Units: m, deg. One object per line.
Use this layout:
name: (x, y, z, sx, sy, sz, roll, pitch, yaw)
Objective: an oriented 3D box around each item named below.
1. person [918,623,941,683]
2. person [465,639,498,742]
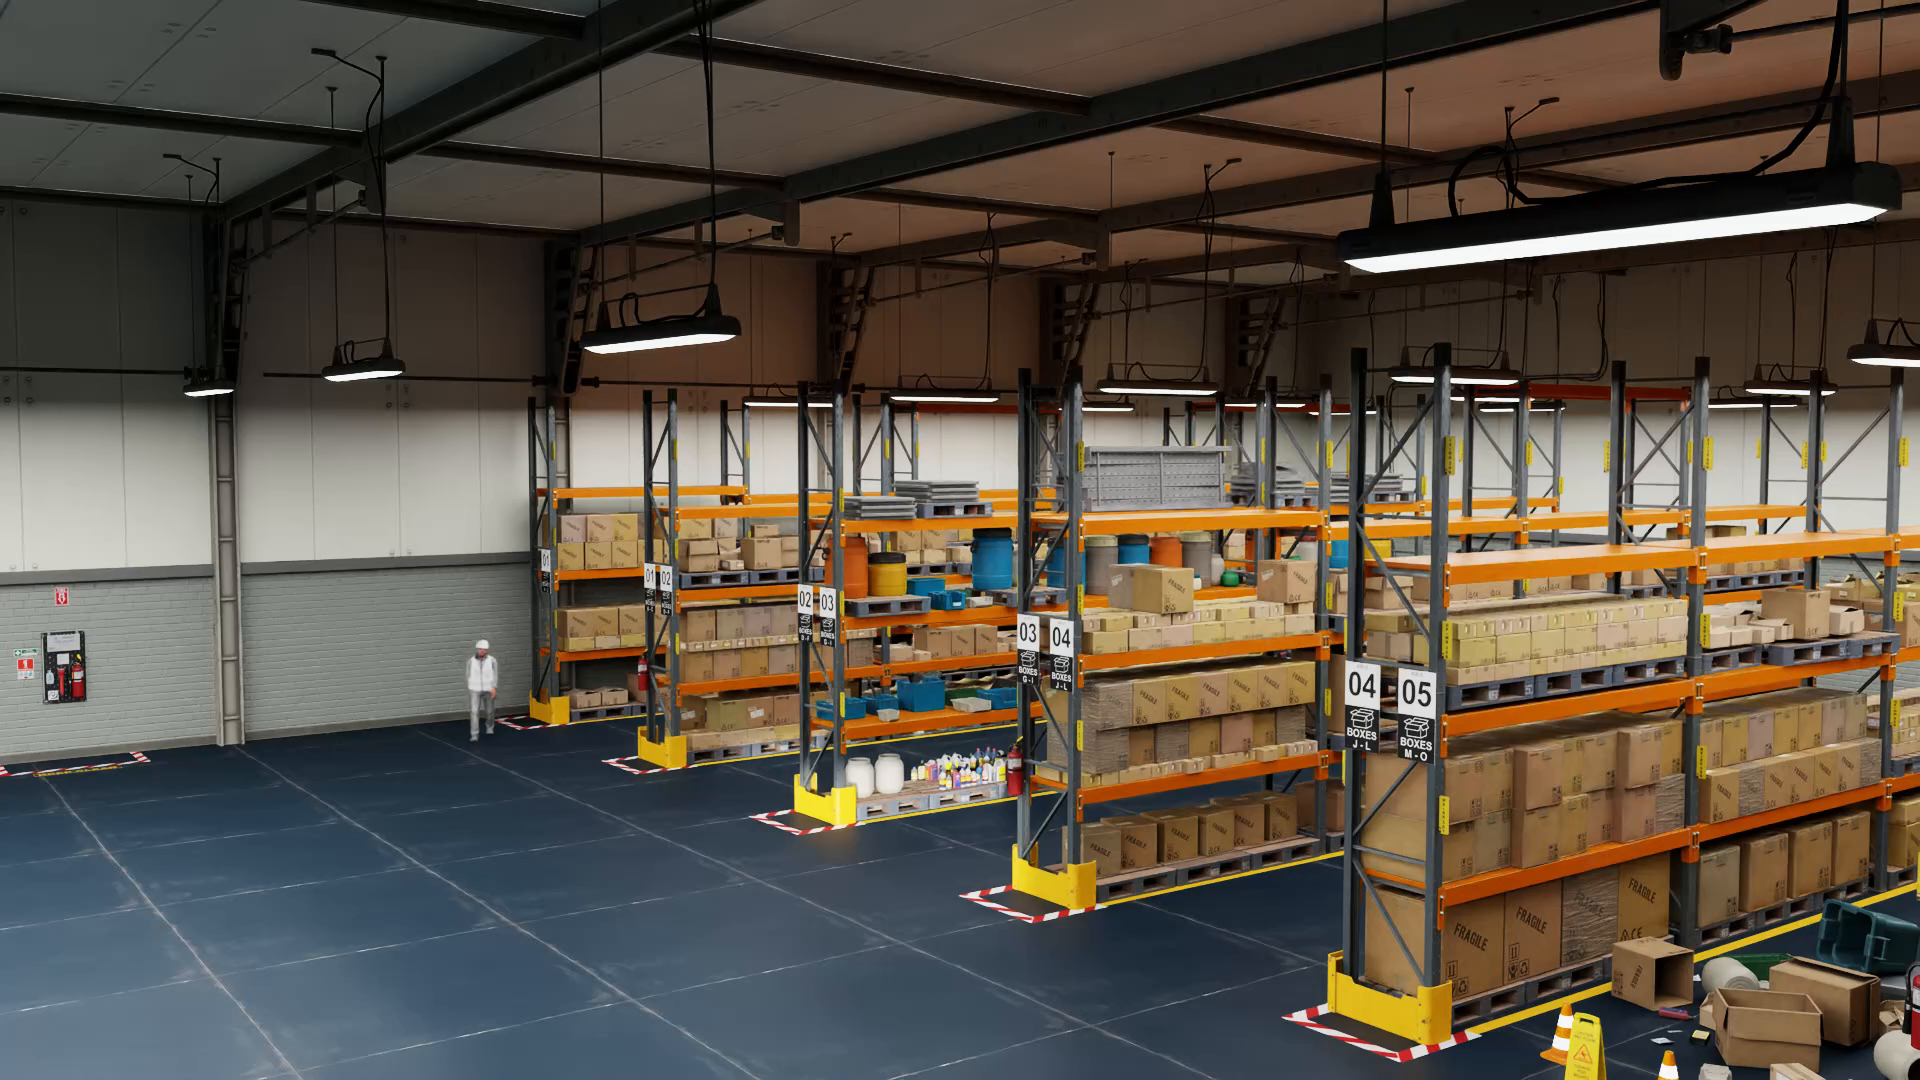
person: (-0.658, 2.260, 32.571, 0.505, 1.568, 0.534, -2, 4, -26)
person: (-8.311, 2.597, 28.921, 0.535, 1.743, 0.931, -1, 4, -21)
